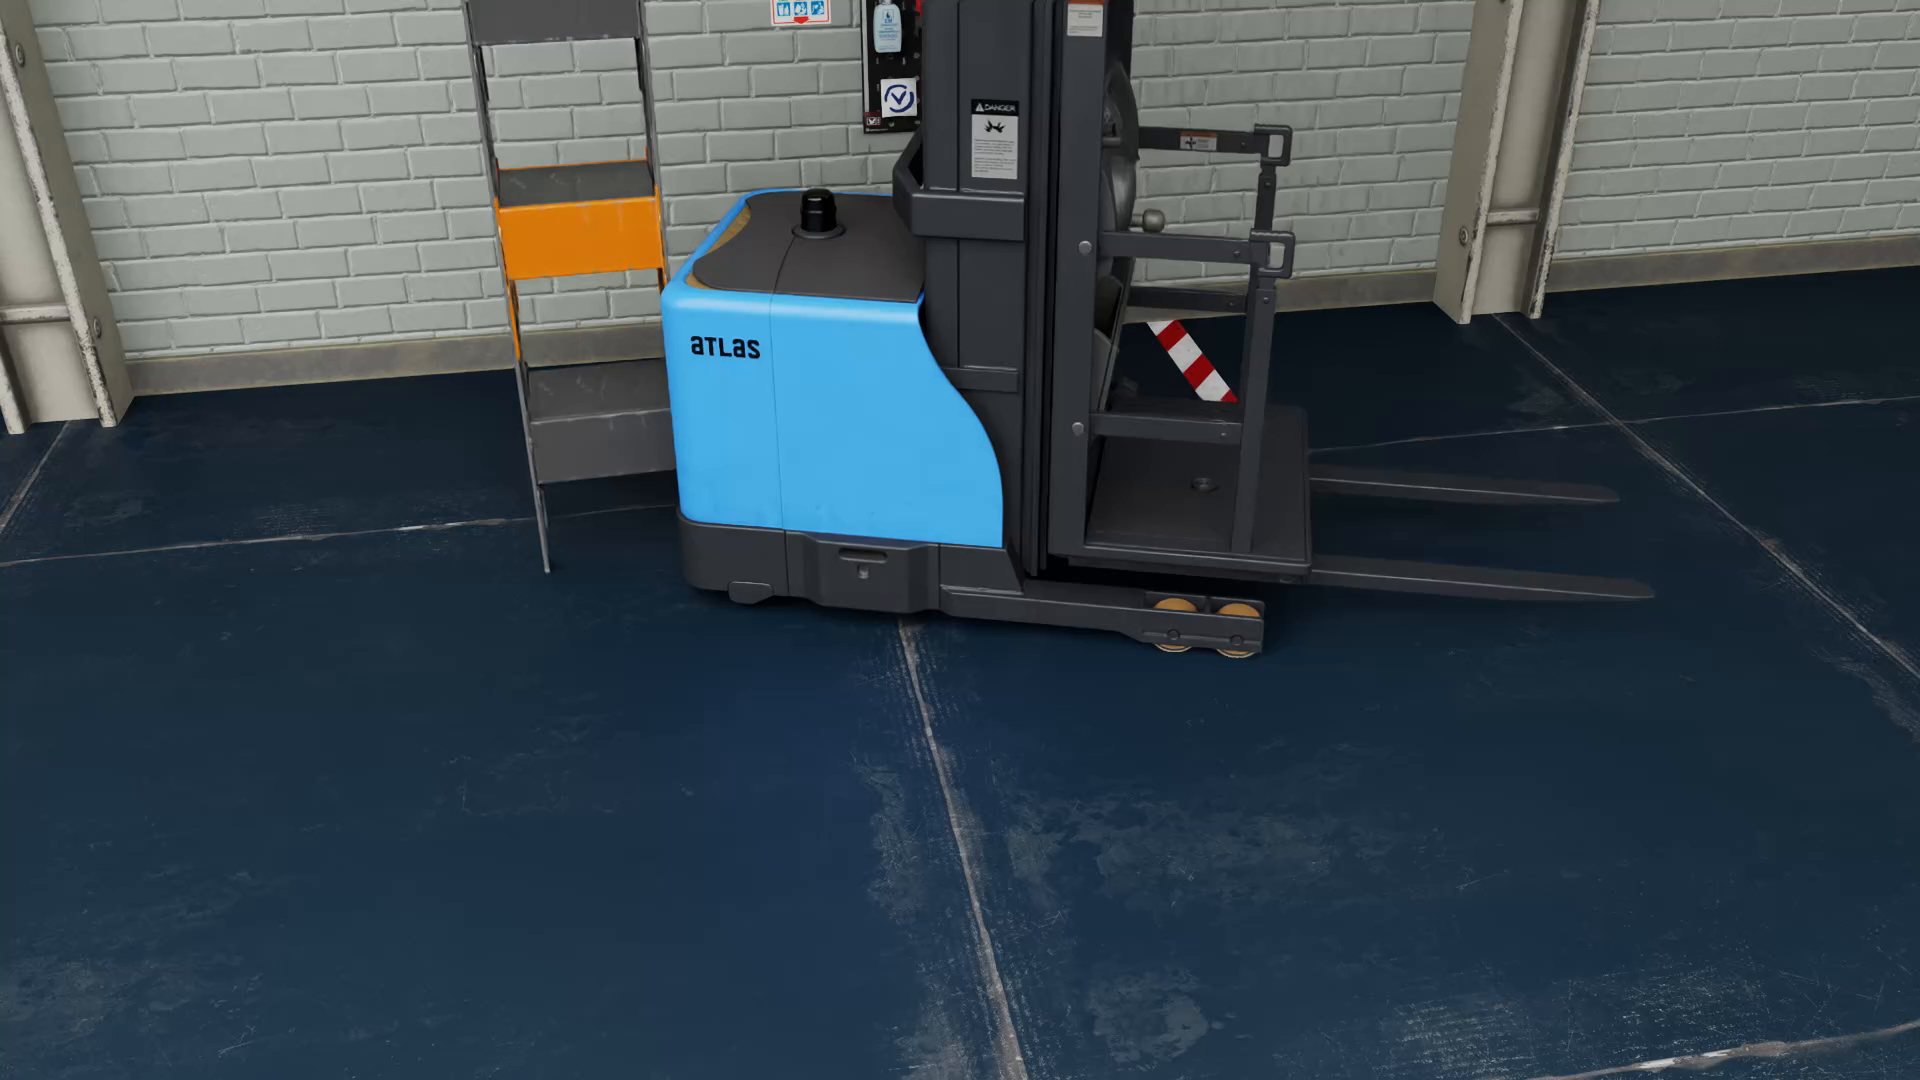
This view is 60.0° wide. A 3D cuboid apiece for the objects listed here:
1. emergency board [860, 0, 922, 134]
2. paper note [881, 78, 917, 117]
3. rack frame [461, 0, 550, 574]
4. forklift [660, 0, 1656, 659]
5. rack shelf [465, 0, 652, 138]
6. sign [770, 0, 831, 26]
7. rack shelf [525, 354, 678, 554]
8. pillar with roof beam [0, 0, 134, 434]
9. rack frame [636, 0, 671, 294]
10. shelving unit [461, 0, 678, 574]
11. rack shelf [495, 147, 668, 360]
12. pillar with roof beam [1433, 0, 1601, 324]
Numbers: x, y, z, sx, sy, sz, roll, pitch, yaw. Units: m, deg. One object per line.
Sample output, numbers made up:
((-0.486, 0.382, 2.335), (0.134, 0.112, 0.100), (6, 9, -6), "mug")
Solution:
((-0.058, -2.139, 6.429), (0.643, 1.169, 0.194), (-5, 31, -9), "emergency board")
((-0.245, -1.778, 6.683), (0.142, 0.148, 0.016), (-5, 31, -9), "paper note")
((-1.425, -0.893, 5.195), (0.015, 2.100, 0.400), (-7, 31, -12), "rack frame")
((0.659, -1.189, 4.881), (3.031, 2.935, 1.130), (5, 31, 8), "forklift")
((-1.188, -1.515, 4.899), (0.480, 0.518, 0.431), (-7, 31, -12), "rack shelf")
((-0.620, -2.156, 6.422), (0.234, 0.329, 0.001), (-5, 31, -9), "sign")
((-1.186, -0.305, 5.603), (0.480, 0.518, 0.431), (-7, 31, -12), "rack shelf")
((-2.747, -2.238, 0.678), (0.400, 9.000, 9.100), (-5, 31, -9), "pillar with roof beam")
((-0.950, -0.951, 5.293), (0.015, 2.100, 0.400), (-7, 31, -12), "rack frame")
((-1.187, -0.922, 5.244), (0.503, 2.100, 0.431), (-7, 31, -12), "shelving unit")
((-1.187, -0.910, 5.251), (0.480, 0.518, 0.431), (-7, 31, -12), "rack shelf")
((3.155, -2.786, 1.609), (0.400, 9.000, 9.100), (-5, 31, -9), "pillar with roof beam")
